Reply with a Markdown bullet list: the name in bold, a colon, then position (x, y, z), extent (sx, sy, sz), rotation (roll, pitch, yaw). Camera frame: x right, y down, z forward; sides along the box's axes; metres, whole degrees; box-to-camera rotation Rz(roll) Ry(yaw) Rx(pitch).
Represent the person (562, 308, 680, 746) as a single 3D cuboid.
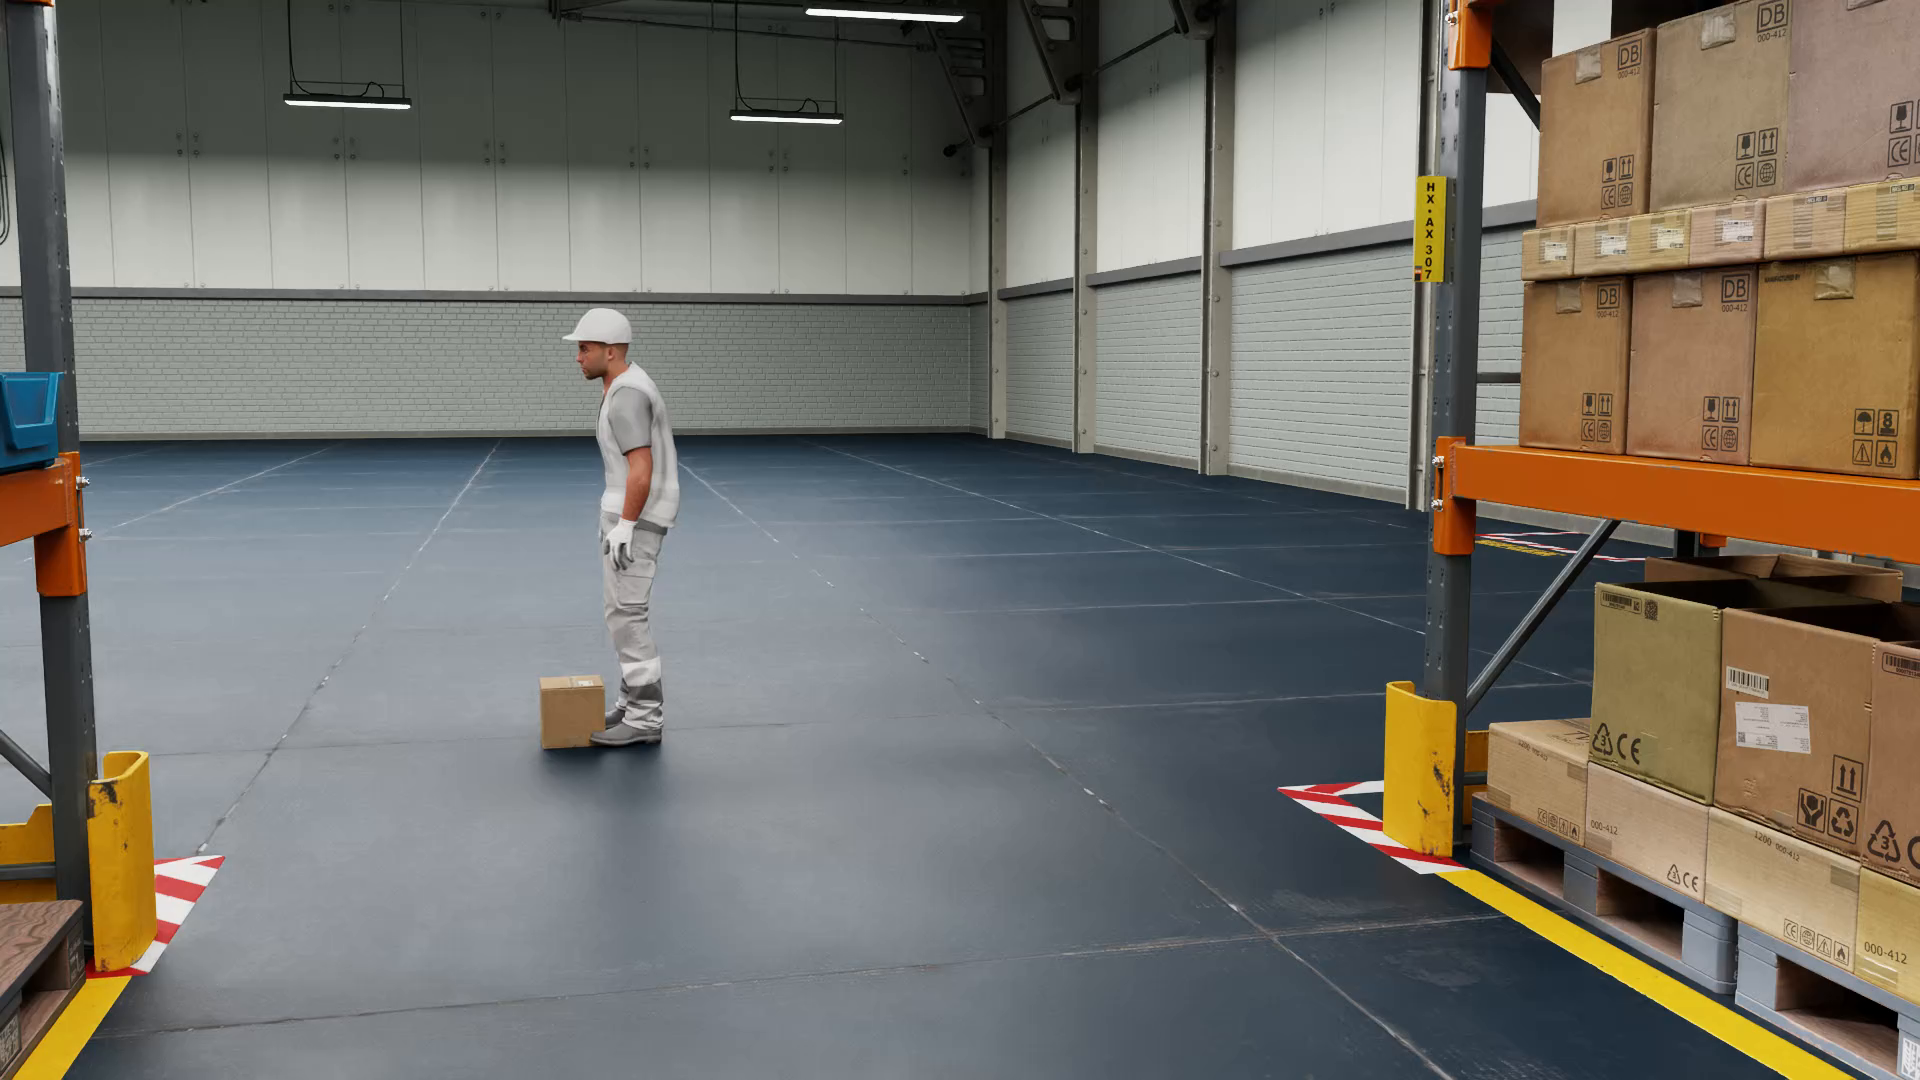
- **person**: position (-1.390, -0.057, 6.860), extent (0.454, 1.779, 0.609), rotation (-2, 6, -14)
